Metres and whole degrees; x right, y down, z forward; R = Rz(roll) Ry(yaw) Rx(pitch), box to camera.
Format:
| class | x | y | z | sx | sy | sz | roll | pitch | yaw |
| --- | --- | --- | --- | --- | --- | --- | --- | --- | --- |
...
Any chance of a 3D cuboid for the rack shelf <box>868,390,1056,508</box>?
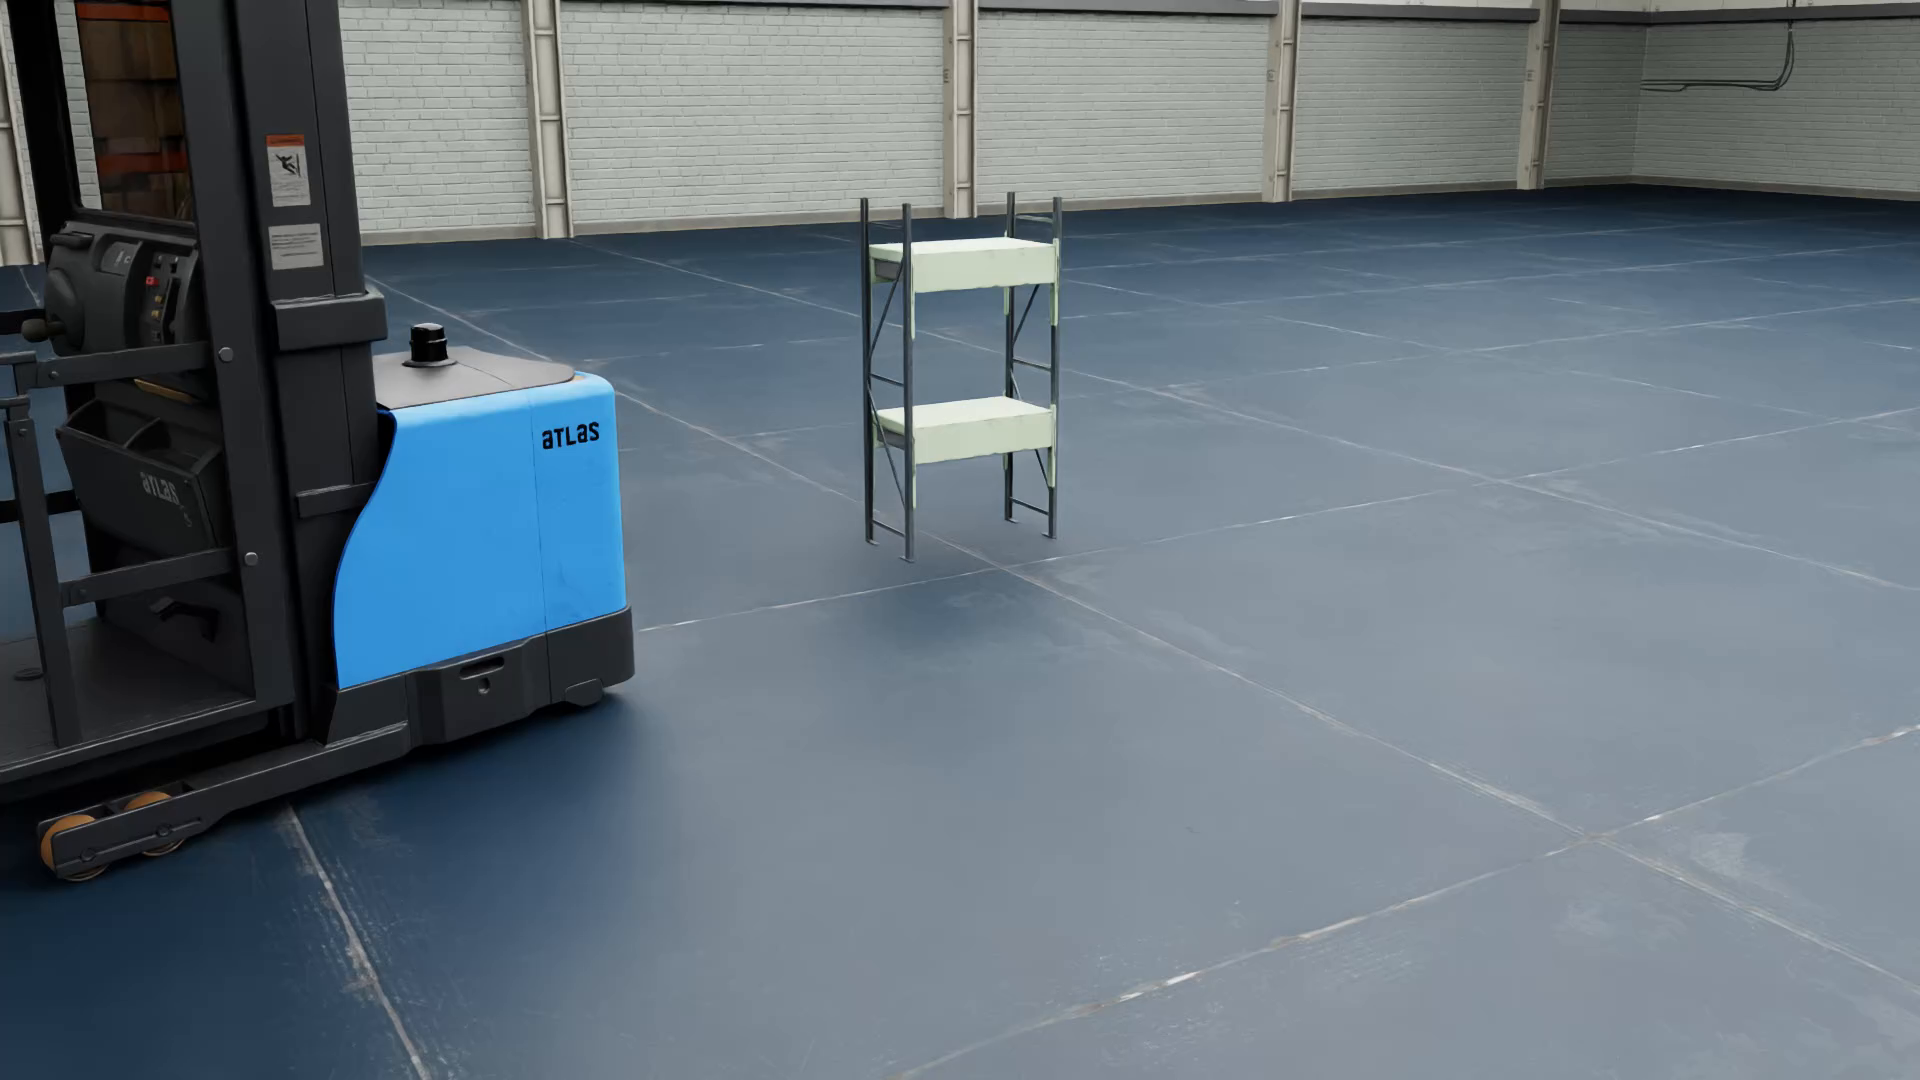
| class | x | y | z | sx | sy | sz | roll | pitch | yaw |
| --- | --- | --- | --- | --- | --- | --- | --- | --- | --- |
| rack shelf | 0.006 | -0.409 | 7.299 | 0.720 | 0.370 | 0.431 | -9 | 18 | -30 |

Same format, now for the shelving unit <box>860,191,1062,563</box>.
| class | x | y | z | sx | sy | sz | roll | pitch | yaw |
| --- | --- | --- | --- | --- | --- | --- | --- | --- | --- |
| shelving unit | 0.006 | -0.723 | 7.211 | 0.755 | 1.500 | 0.431 | -9 | 18 | -30 |

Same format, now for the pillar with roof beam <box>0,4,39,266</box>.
| class | x | y | z | sx | sy | sz | roll | pitch | yaw |
| --- | --- | --- | --- | --- | --- | --- | --- | --- | --- |
| pillar with roof beam | -8.067 | -6.347 | 13.379 | 0.400 | 9.000 | 9.100 | -9 | 18 | -30 |

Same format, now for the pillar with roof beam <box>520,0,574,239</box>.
| class | x | y | z | sx | sy | sz | roll | pitch | yaw |
| --- | --- | --- | --- | --- | --- | --- | --- | --- | --- |
| pillar with roof beam | -2.924 | -7.181 | 16.354 | 0.400 | 9.000 | 9.100 | -9 | 18 | -30 |

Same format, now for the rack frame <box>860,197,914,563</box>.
| class | x | y | z | sx | sy | sz | roll | pitch | yaw |
| --- | --- | --- | --- | --- | --- | --- | --- | --- | --- |
| rack frame | -0.308 | -0.672 | 7.029 | 0.023 | 1.500 | 0.400 | -9 | 18 | -30 |

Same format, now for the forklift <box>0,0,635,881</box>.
| class | x | y | z | sx | sy | sz | roll | pitch | yaw |
| --- | --- | --- | --- | --- | --- | --- | --- | --- | --- |
| forklift | -2.450 | -0.688 | 4.435 | 1.130 | 2.935 | 3.031 | 14 | 21 | 41 |

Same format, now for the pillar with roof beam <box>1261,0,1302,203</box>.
| class | x | y | z | sx | sy | sz | roll | pitch | yaw |
| --- | --- | --- | --- | --- | --- | --- | --- | --- | --- |
| pillar with roof beam | 7.362 | -8.849 | 22.305 | 0.400 | 9.000 | 9.100 | -9 | 18 | -30 |

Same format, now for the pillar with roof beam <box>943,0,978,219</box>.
| class | x | y | z | sx | sy | sz | roll | pitch | yaw |
| --- | --- | --- | --- | --- | --- | --- | --- | --- | --- |
| pillar with roof beam | 2.219 | -8.015 | 19.329 | 0.400 | 9.000 | 9.100 | -9 | 18 | -30 |

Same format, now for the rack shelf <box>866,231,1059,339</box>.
| class | x | y | z | sx | sy | sz | roll | pitch | yaw |
| --- | --- | --- | --- | --- | --- | --- | --- | --- | --- |
| rack shelf | 0.006 | -1.099 | 7.105 | 0.720 | 0.370 | 0.431 | -9 | 18 | -30 |

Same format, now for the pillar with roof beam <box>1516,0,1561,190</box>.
| class | x | y | z | sx | sy | sz | roll | pitch | yaw |
| --- | --- | --- | --- | --- | --- | --- | --- | --- | --- |
| pillar with roof beam | 12.505 | -9.683 | 25.280 | 0.400 | 9.000 | 9.100 | -9 | 18 | -30 |

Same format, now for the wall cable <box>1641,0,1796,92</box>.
| class | x | y | z | sx | sy | sz | roll | pitch | yaw |
| --- | --- | --- | --- | --- | --- | --- | --- | --- | --- |
| wall cable | 13.494 | -9.287 | 29.622 | 0.112 | 2.526 | 3.097 | -9 | 18 | -30 |

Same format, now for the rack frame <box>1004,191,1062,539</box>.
| class | x | y | z | sx | sy | sz | roll | pitch | yaw |
| --- | --- | --- | --- | --- | --- | --- | --- | --- | --- |
| rack frame | 0.319 | -0.774 | 7.392 | 0.023 | 1.500 | 0.400 | -9 | 18 | -30 |
